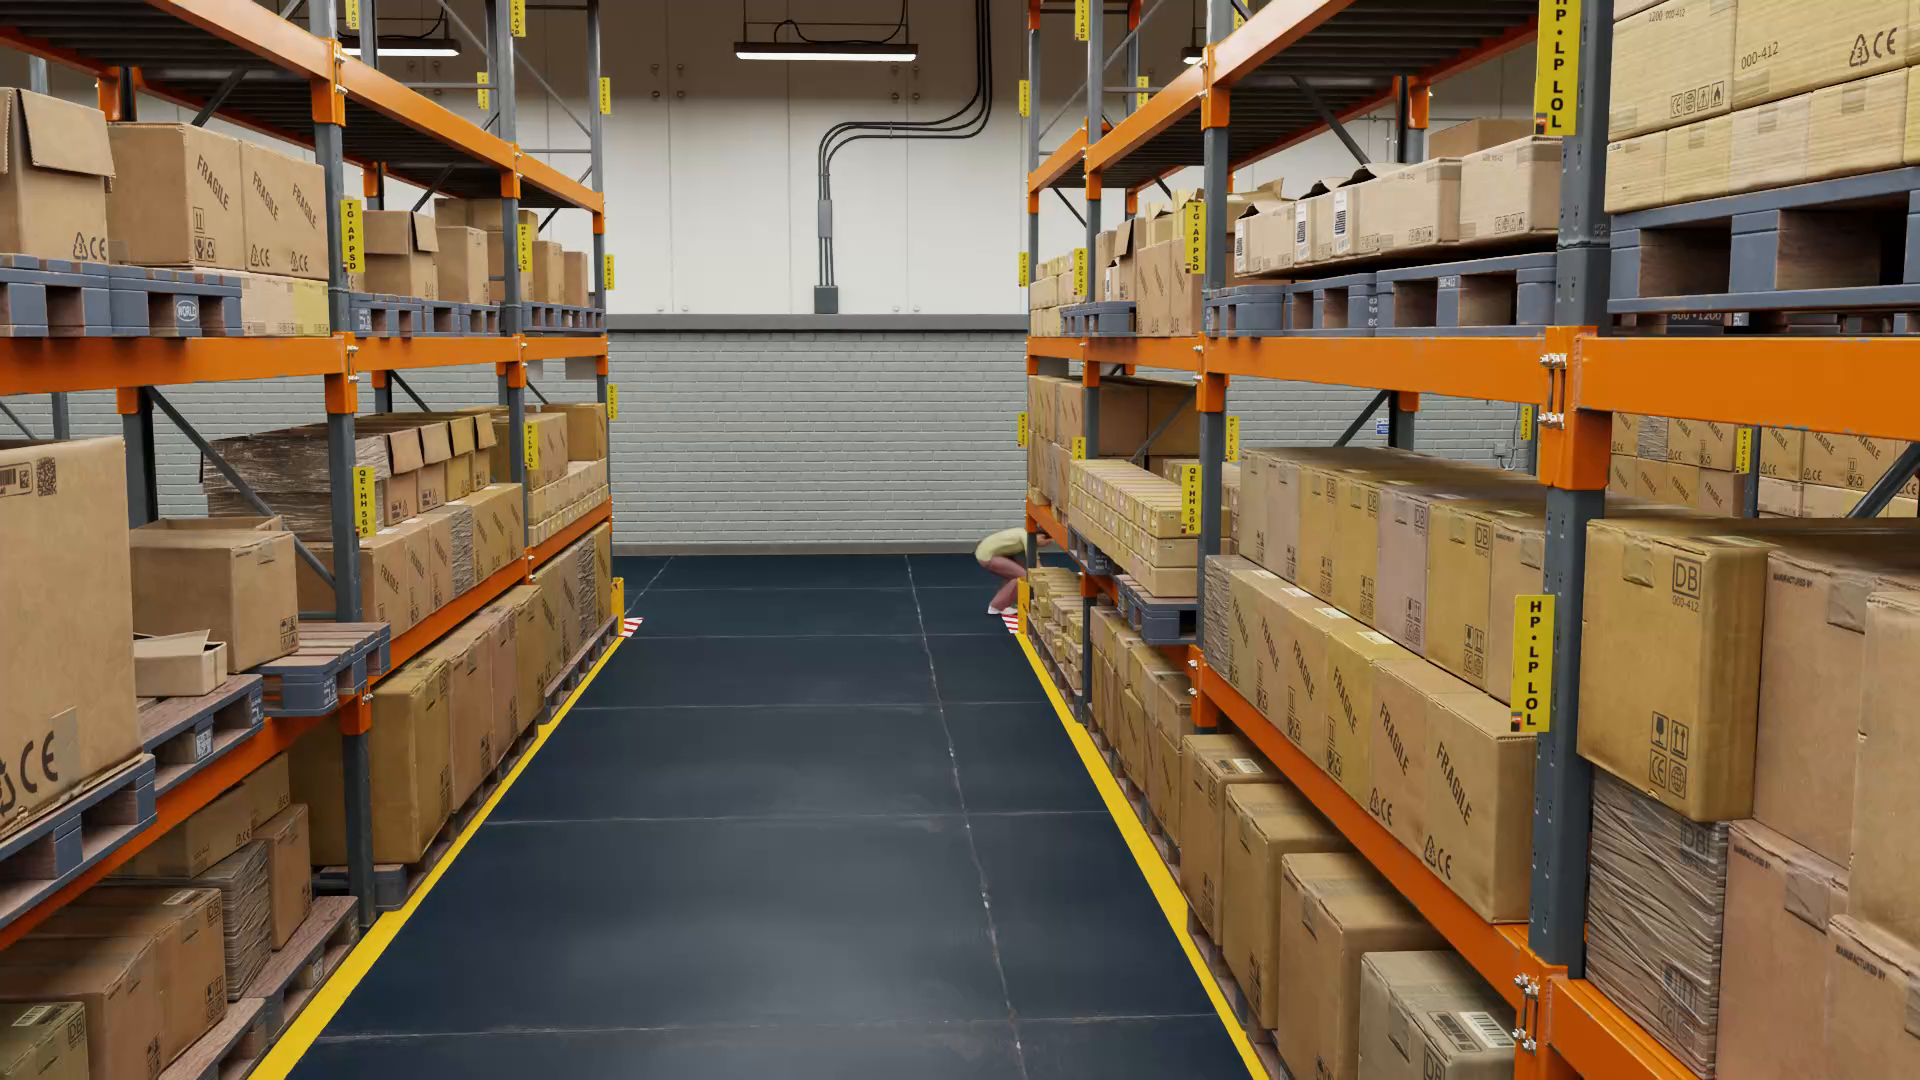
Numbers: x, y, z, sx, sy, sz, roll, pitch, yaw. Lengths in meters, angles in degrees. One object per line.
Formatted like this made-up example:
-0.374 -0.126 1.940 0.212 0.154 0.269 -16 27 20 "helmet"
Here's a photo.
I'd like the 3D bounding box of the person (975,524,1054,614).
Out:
0.575 0.281 17.016 0.846 0.935 0.459 -1 7 -5 "person"
